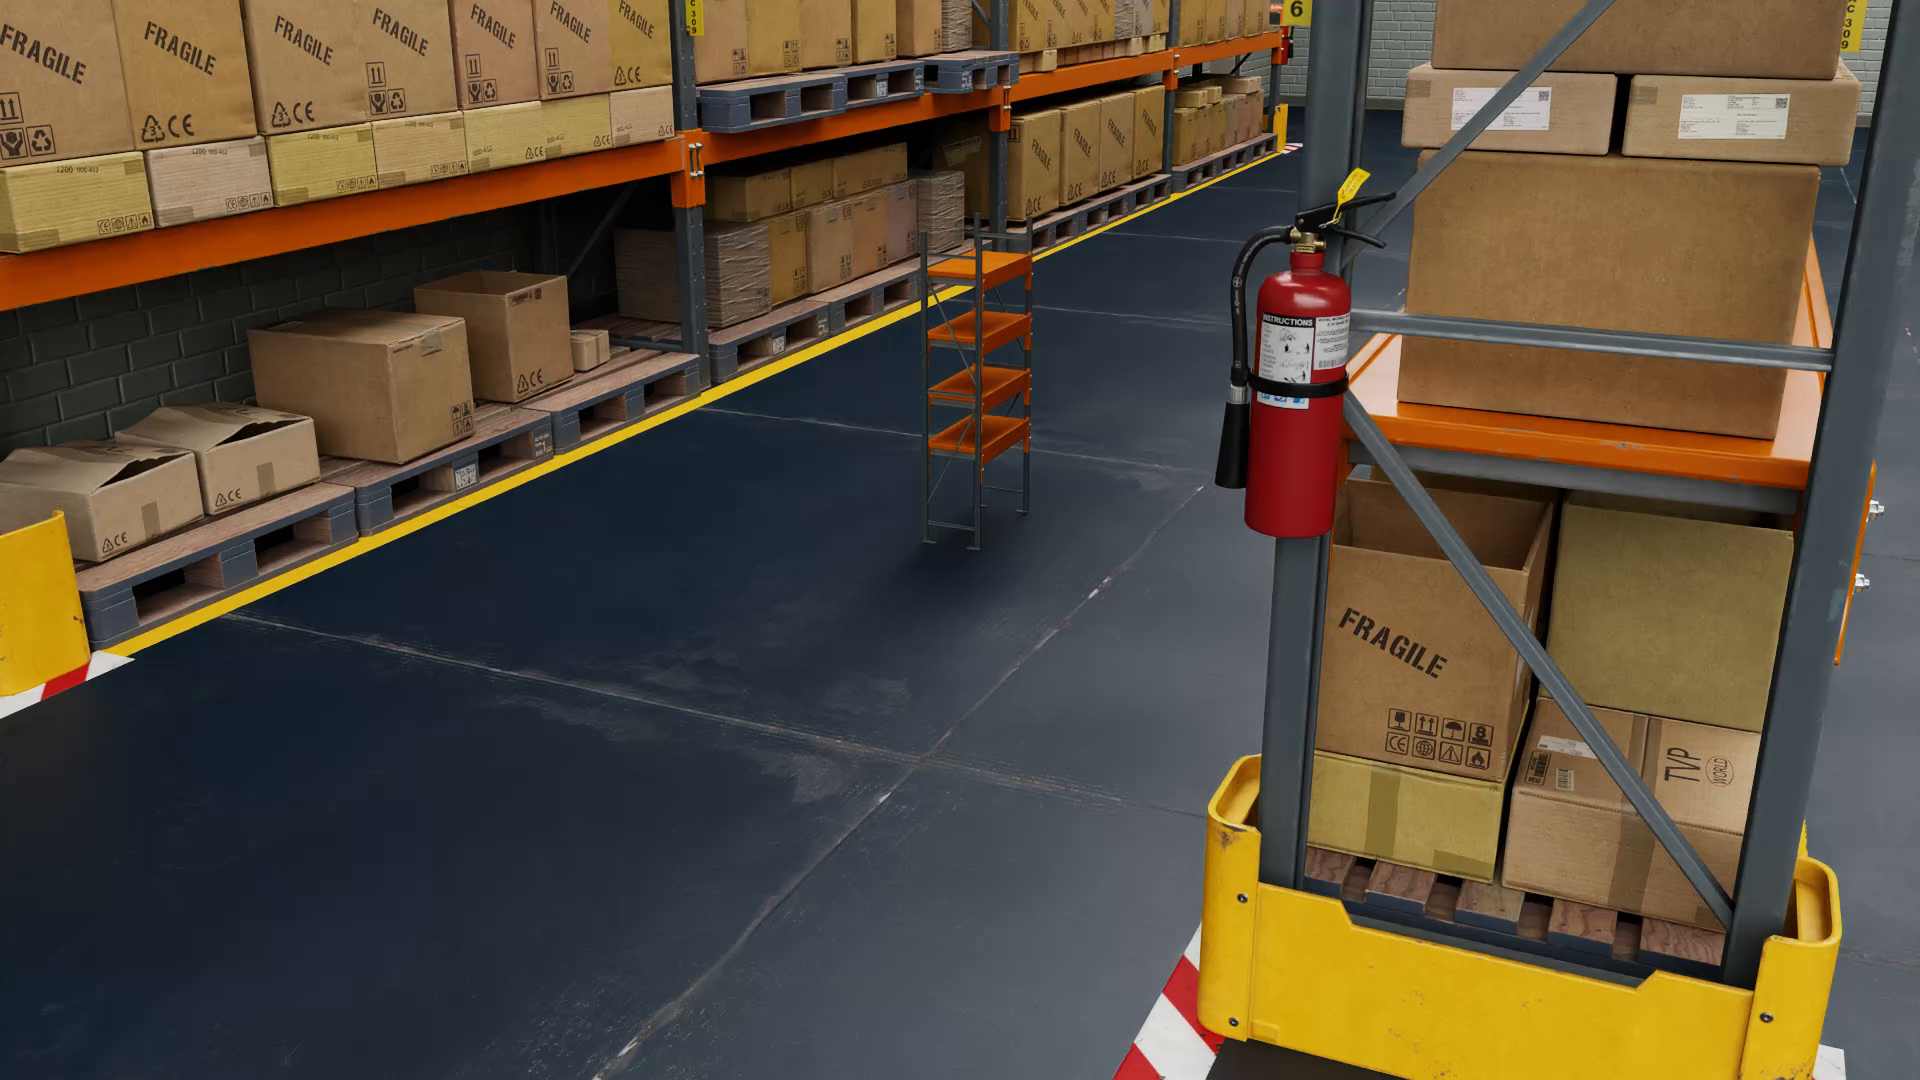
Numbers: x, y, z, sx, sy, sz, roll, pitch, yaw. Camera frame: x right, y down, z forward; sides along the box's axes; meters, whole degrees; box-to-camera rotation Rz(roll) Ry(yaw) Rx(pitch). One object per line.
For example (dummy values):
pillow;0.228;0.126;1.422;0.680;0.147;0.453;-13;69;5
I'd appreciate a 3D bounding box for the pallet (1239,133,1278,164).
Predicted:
pallet;2.877;-4.355;18.400;1.003;0.211;1.213;9;21;23

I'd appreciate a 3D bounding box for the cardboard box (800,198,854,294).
cardboard box;-1.083;-1.828;10.207;0.700;0.500;0.500;9;21;23

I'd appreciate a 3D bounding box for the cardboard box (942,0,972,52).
cardboard box;-0.326;-3.588;11.276;0.700;0.500;0.500;6;20;16

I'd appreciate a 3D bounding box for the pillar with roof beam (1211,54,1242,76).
pillar with roof beam;7.377;-9.104;18.639;9.100;9.000;0.400;9;21;23

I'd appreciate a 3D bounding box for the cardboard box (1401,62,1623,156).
cardboard box;1.085;-0.850;3.266;0.380;0.149;0.250;8;21;22

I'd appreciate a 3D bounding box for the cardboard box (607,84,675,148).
cardboard box;-1.698;-2.008;7.833;0.500;0.250;0.500;9;21;23

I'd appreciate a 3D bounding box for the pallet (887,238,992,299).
pallet;-0.464;-1.926;11.570;1.003;0.211;1.213;9;21;23

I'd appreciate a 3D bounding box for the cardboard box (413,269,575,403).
cardboard box;-2.169;-0.963;7.773;0.500;0.500;0.500;7;21;19

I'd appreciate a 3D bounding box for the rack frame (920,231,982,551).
rack frame;-0.032;-0.541;6.200;0.240;1.200;0.015;9;21;23

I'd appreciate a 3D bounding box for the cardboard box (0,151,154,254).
cardboard box;-2.929;-1.078;5.216;0.500;0.250;0.500;8;21;21

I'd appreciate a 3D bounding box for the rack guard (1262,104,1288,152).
rack guard;3.143;-4.754;19.090;1.175;0.500;0.348;9;21;23

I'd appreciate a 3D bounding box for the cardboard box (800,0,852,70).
cardboard box;-1.065;-3.037;9.725;0.700;0.500;0.500;12;23;30

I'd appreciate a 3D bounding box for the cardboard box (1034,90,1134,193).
cardboard box;0.986;-3.398;14.128;0.750;0.750;0.750;9;22;24

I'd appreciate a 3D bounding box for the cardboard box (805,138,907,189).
cardboard box;-0.681;-2.469;10.889;0.500;0.250;0.500;9;21;24

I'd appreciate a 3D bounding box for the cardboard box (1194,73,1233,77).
cardboard box;2.807;-5.088;18.435;0.380;0.149;0.250;9;21;23

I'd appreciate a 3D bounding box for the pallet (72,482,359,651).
pallet;-3.023;0.014;6.115;1.003;0.211;1.213;9;21;23

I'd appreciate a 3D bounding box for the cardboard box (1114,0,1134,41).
cardboard box;1.123;-4.413;13.777;0.500;0.500;0.500;9;21;23

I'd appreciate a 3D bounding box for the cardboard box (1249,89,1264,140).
cardboard box;2.938;-4.717;18.359;0.700;0.500;0.500;9;21;23

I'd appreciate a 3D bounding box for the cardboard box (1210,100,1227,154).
cardboard box;2.316;-4.246;17.035;0.700;0.500;0.500;9;22;24

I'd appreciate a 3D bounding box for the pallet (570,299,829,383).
pallet;-1.463;-1.180;9.473;1.003;0.211;1.213;9;21;23

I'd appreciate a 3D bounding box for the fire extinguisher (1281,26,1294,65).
fire extinguisher;3.616;-5.695;18.678;0.296;0.674;0.183;9;21;23

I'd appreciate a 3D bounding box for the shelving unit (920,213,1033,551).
shelving unit;0.068;-0.616;6.410;0.258;1.200;0.503;9;21;23

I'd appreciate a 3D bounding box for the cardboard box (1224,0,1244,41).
cardboard box;2.325;-5.453;16.877;0.980;0.700;0.700;7;21;20

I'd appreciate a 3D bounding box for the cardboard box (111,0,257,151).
cardboard box;-2.737;-1.580;5.509;0.500;0.500;0.500;9;21;23

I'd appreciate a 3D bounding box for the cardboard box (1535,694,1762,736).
cardboard box;1.726;0.456;4.186;0.500;0.250;0.500;9;21;23

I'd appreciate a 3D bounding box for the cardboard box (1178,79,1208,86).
cardboard box;2.394;-4.779;17.565;0.380;0.149;0.250;9;21;23

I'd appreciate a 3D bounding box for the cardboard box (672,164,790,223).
cardboard box;-1.317;-2.001;9.574;0.500;0.250;0.500;8;21;22

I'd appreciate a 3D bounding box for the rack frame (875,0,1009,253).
rack frame;-0.143;-3.479;11.774;1.000;3.000;0.127;9;21;23

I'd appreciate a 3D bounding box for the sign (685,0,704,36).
sign;-1.282;-2.592;7.988;0.100;0.325;0.005;9;21;23

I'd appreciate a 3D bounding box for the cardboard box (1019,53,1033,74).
cardboard box;0.315;-3.515;12.220;0.380;0.149;0.250;9;21;23

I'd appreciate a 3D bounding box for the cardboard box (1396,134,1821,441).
cardboard box;1.305;-0.543;3.369;0.700;0.500;0.500;9;21;23

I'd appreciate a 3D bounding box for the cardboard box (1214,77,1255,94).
cardboard box;2.948;-4.880;17.849;0.380;0.149;0.250;9;22;24

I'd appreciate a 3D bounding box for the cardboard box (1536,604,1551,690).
cardboard box;1.449;0.231;4.820;0.500;0.250;0.500;9;21;23

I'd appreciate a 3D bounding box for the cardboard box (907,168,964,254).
cardboard box;-0.390;-2.281;11.480;0.700;0.500;0.500;9;21;23

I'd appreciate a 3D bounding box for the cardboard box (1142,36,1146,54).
cardboard box;1.386;-4.297;14.420;0.380;0.149;0.250;9;22;24

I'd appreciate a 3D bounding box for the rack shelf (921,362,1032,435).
rack shelf;0.068;-0.553;6.433;0.258;0.148;0.480;9;21;23

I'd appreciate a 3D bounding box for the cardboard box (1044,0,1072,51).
cardboard box;0.513;-3.948;12.469;0.500;0.500;0.500;9;22;24

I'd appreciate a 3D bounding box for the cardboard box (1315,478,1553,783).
cardboard box;1.050;0.185;3.830;0.500;0.500;0.500;9;21;23

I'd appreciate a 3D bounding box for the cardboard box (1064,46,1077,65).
cardboard box;0.705;-3.836;13.123;0.380;0.149;0.250;9;21;24

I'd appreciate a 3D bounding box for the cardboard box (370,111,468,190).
cardboard box;-2.306;-1.547;6.537;0.500;0.250;0.500;9;21;23

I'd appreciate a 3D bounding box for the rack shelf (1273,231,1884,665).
rack shelf;1.921;-0.627;4.829;1.077;0.370;4.000;9;21;23

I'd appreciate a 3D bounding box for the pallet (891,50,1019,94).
pallet;-0.337;-3.156;11.153;1.213;0.211;1.003;9;21;23

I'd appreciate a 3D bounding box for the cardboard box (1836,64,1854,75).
cardboard box;1.565;-0.879;3.346;0.380;0.149;0.250;8;21;21

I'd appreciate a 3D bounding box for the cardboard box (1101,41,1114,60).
cardboard box;1.055;-4.068;13.776;0.380;0.149;0.250;8;21;21

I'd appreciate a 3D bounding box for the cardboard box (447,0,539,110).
cardboard box;-2.107;-2.055;6.846;0.500;0.500;0.500;8;21;21

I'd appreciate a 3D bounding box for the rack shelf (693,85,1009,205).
rack shelf;-0.962;-2.528;10.175;1.077;0.370;4.000;9;21;23

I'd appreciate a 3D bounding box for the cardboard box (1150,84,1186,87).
cardboard box;2.080;-4.544;16.905;0.380;0.149;0.250;9;21;23

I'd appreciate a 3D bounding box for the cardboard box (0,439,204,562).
cardboard box;-3.053;-0.173;5.834;0.500;0.311;0.500;6;20;17
